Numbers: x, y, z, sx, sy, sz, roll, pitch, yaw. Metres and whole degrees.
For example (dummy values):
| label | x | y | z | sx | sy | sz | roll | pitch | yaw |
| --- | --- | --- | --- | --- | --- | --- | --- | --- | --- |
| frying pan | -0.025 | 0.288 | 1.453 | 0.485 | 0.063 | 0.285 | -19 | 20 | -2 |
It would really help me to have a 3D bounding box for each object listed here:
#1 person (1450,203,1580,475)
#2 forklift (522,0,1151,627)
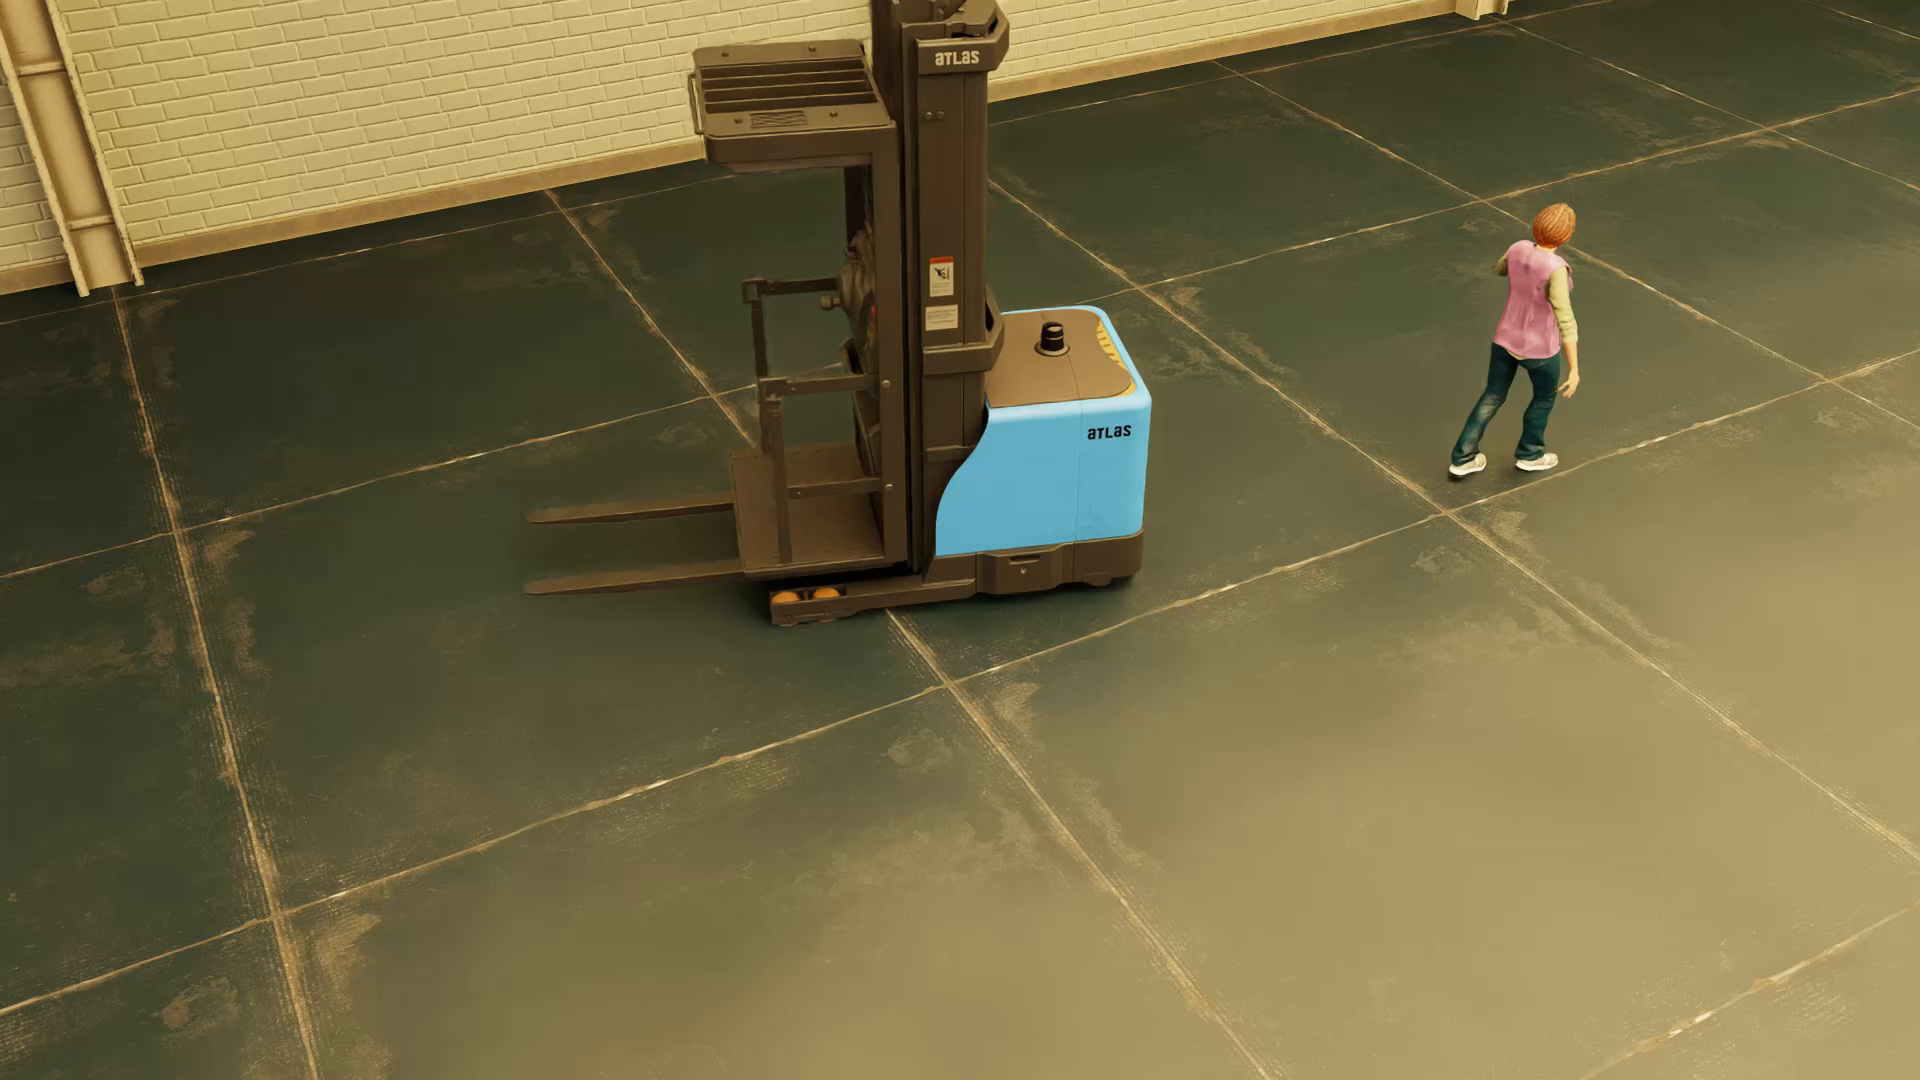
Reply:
| label | x | y | z | sx | sy | sz | roll | pitch | yaw |
| --- | --- | --- | --- | --- | --- | --- | --- | --- | --- |
| person | 3.028 | -1.019 | 8.762 | 0.708 | 1.573 | 0.822 | -20 | 40 | -26 |
| forklift | -0.654 | -1.108 | 7.691 | 3.031 | 2.935 | 1.130 | -6 | 36 | -8 |
